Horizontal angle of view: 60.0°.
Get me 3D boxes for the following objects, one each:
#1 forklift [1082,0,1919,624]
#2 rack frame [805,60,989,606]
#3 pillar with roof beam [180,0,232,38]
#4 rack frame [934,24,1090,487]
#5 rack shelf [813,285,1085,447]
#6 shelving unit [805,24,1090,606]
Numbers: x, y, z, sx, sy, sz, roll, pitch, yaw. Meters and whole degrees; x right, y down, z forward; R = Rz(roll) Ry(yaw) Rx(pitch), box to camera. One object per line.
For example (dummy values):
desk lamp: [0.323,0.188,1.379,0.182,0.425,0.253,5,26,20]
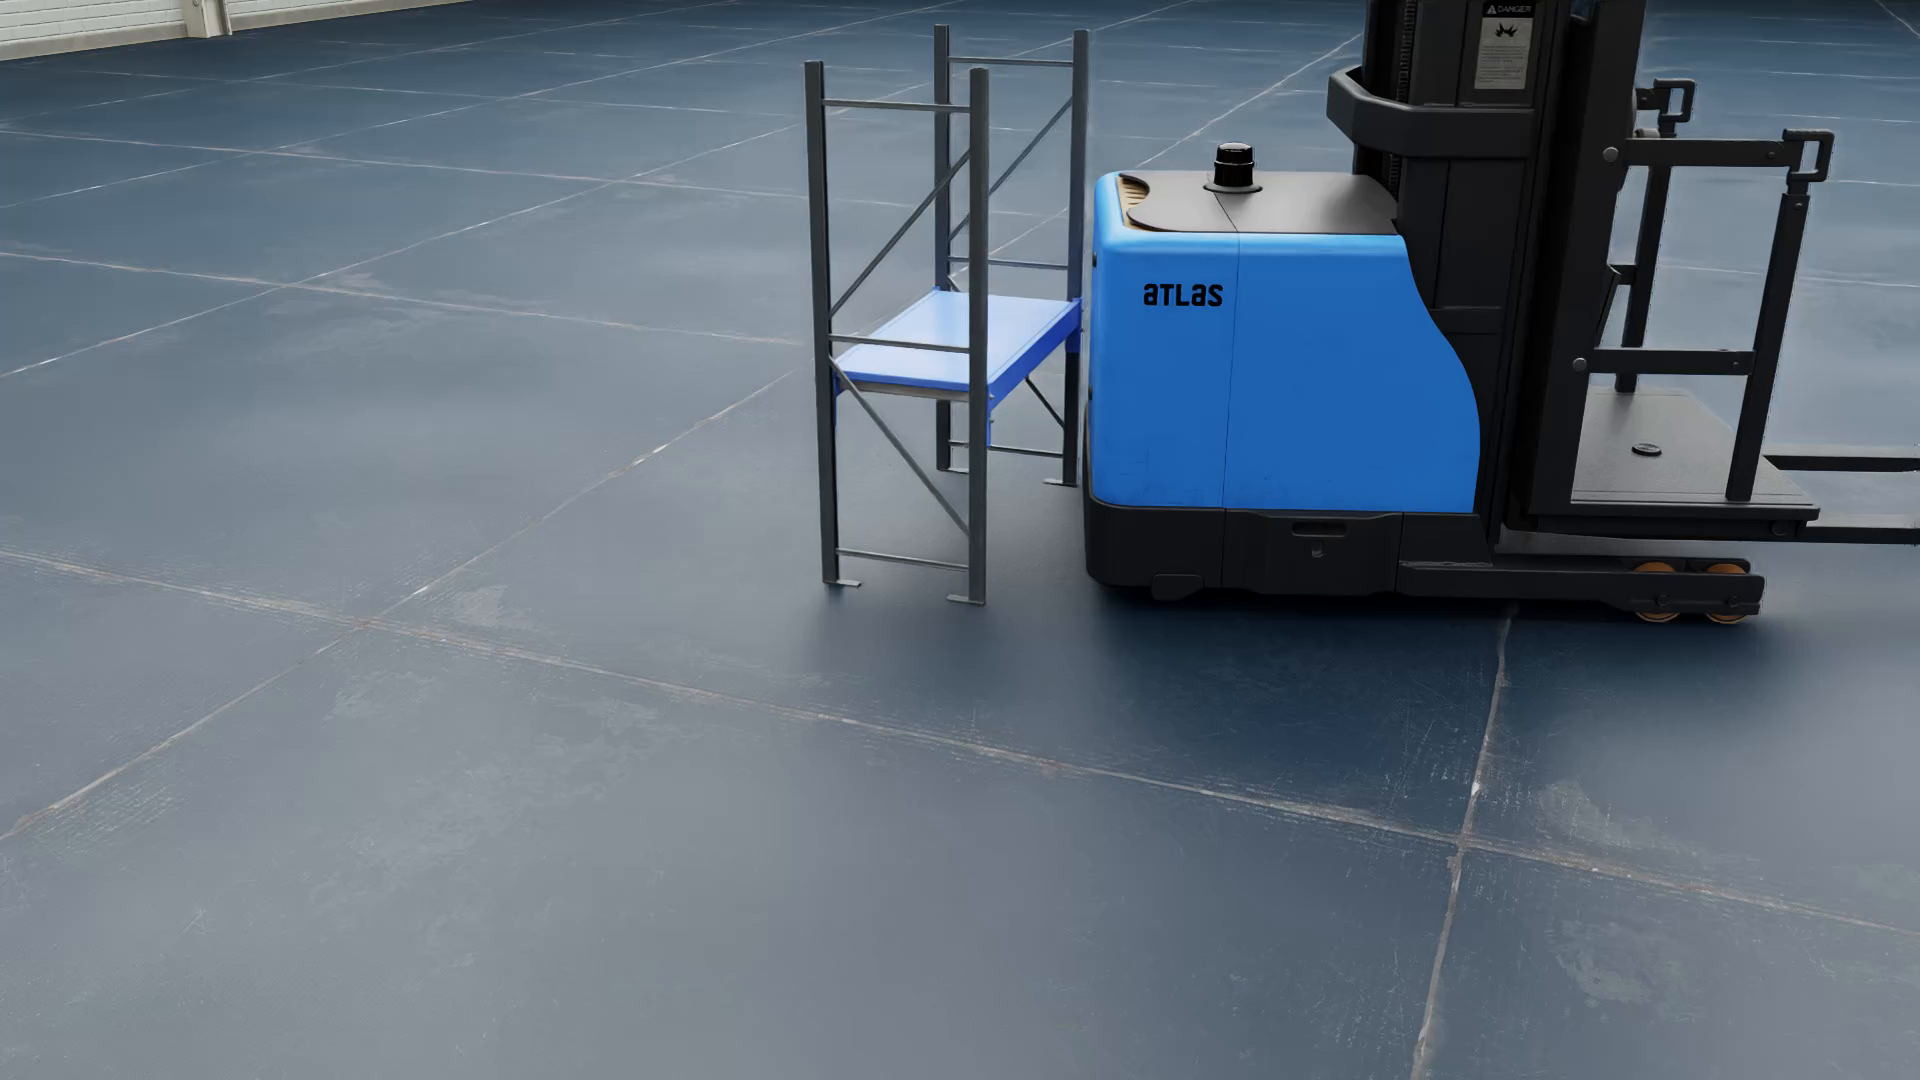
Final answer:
forklift: [1.904,-1.327,4.624,3.031,2.935,1.130,1,23,3]
rack frame: [-0.167,-0.537,4.591,0.500,1.500,0.032,7,24,17]
pillar with roof beam: [-4.659,-9.356,15.973,9.100,9.000,0.400,9,24,20]
rack frame: [0.159,-0.909,5.480,0.500,1.500,0.032,7,24,17]
rack shelf: [-0.004,-0.557,5.105,0.538,0.185,1.000,7,24,17]
shelving unit: [-0.004,-0.723,5.035,0.538,1.500,1.048,7,24,17]
